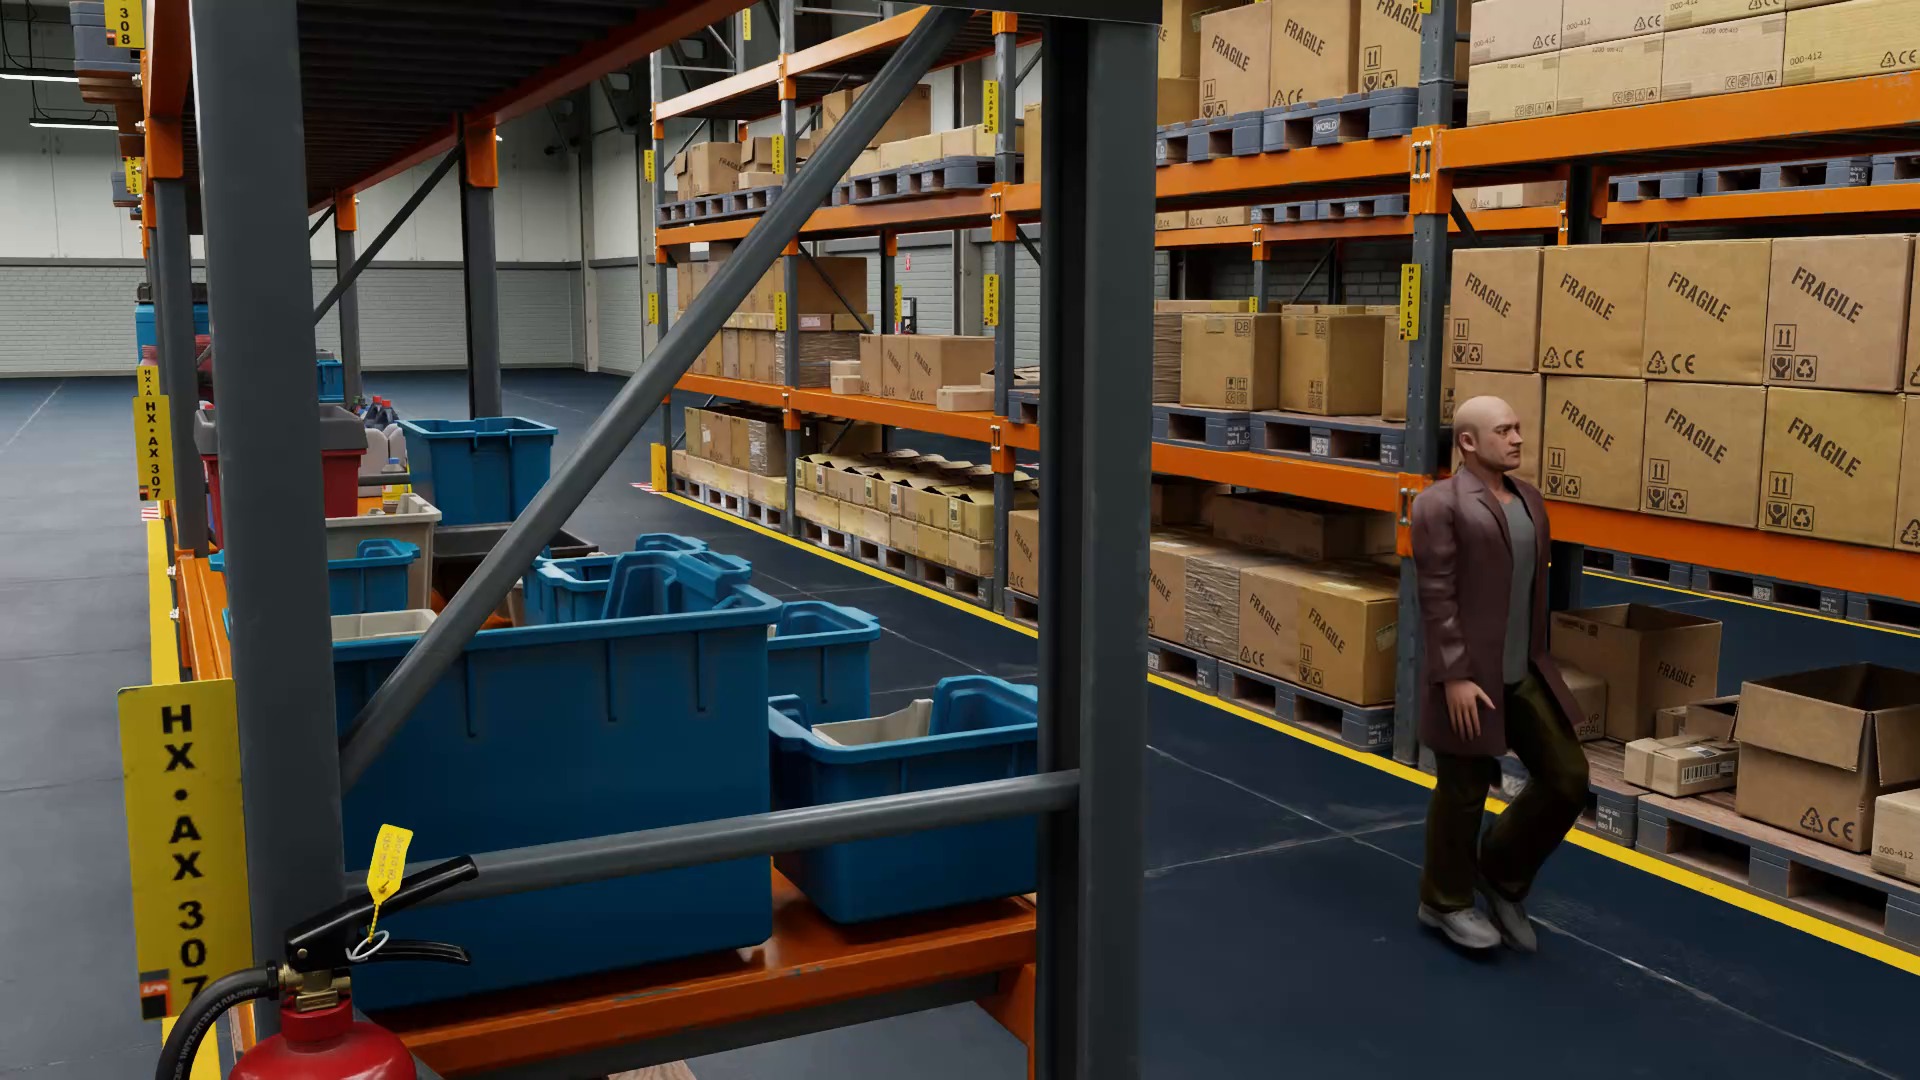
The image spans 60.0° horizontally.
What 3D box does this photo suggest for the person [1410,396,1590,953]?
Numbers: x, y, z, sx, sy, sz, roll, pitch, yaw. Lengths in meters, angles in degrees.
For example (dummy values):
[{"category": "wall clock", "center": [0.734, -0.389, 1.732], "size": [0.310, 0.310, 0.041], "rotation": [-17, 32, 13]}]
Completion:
[{"category": "person", "center": [1.692, 0.450, 5.281], "size": [0.564, 1.807, 0.504], "rotation": [-4, 9, -25]}]
